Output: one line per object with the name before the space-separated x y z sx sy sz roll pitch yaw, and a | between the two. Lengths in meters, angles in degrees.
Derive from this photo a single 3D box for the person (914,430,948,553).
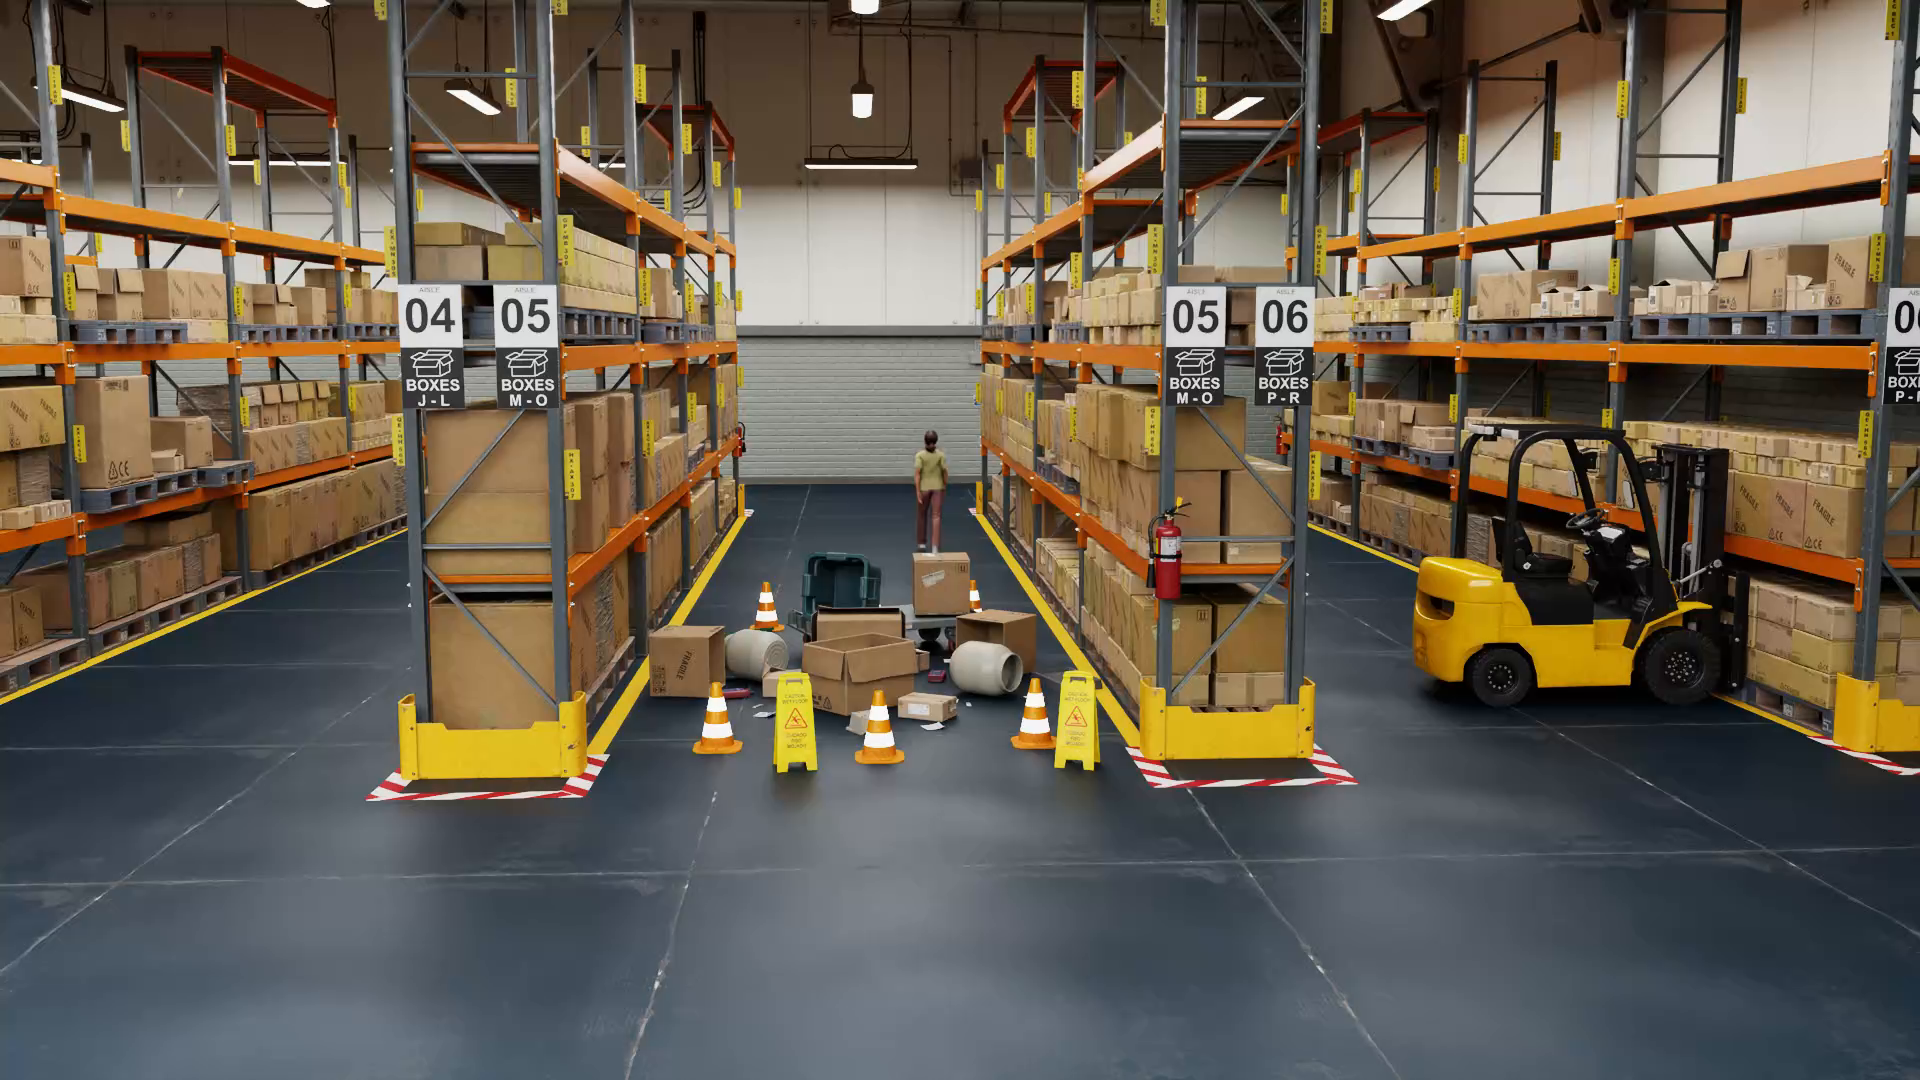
person | -0.390 -0.660 22.164 0.451 1.604 0.995 0 7 -3
